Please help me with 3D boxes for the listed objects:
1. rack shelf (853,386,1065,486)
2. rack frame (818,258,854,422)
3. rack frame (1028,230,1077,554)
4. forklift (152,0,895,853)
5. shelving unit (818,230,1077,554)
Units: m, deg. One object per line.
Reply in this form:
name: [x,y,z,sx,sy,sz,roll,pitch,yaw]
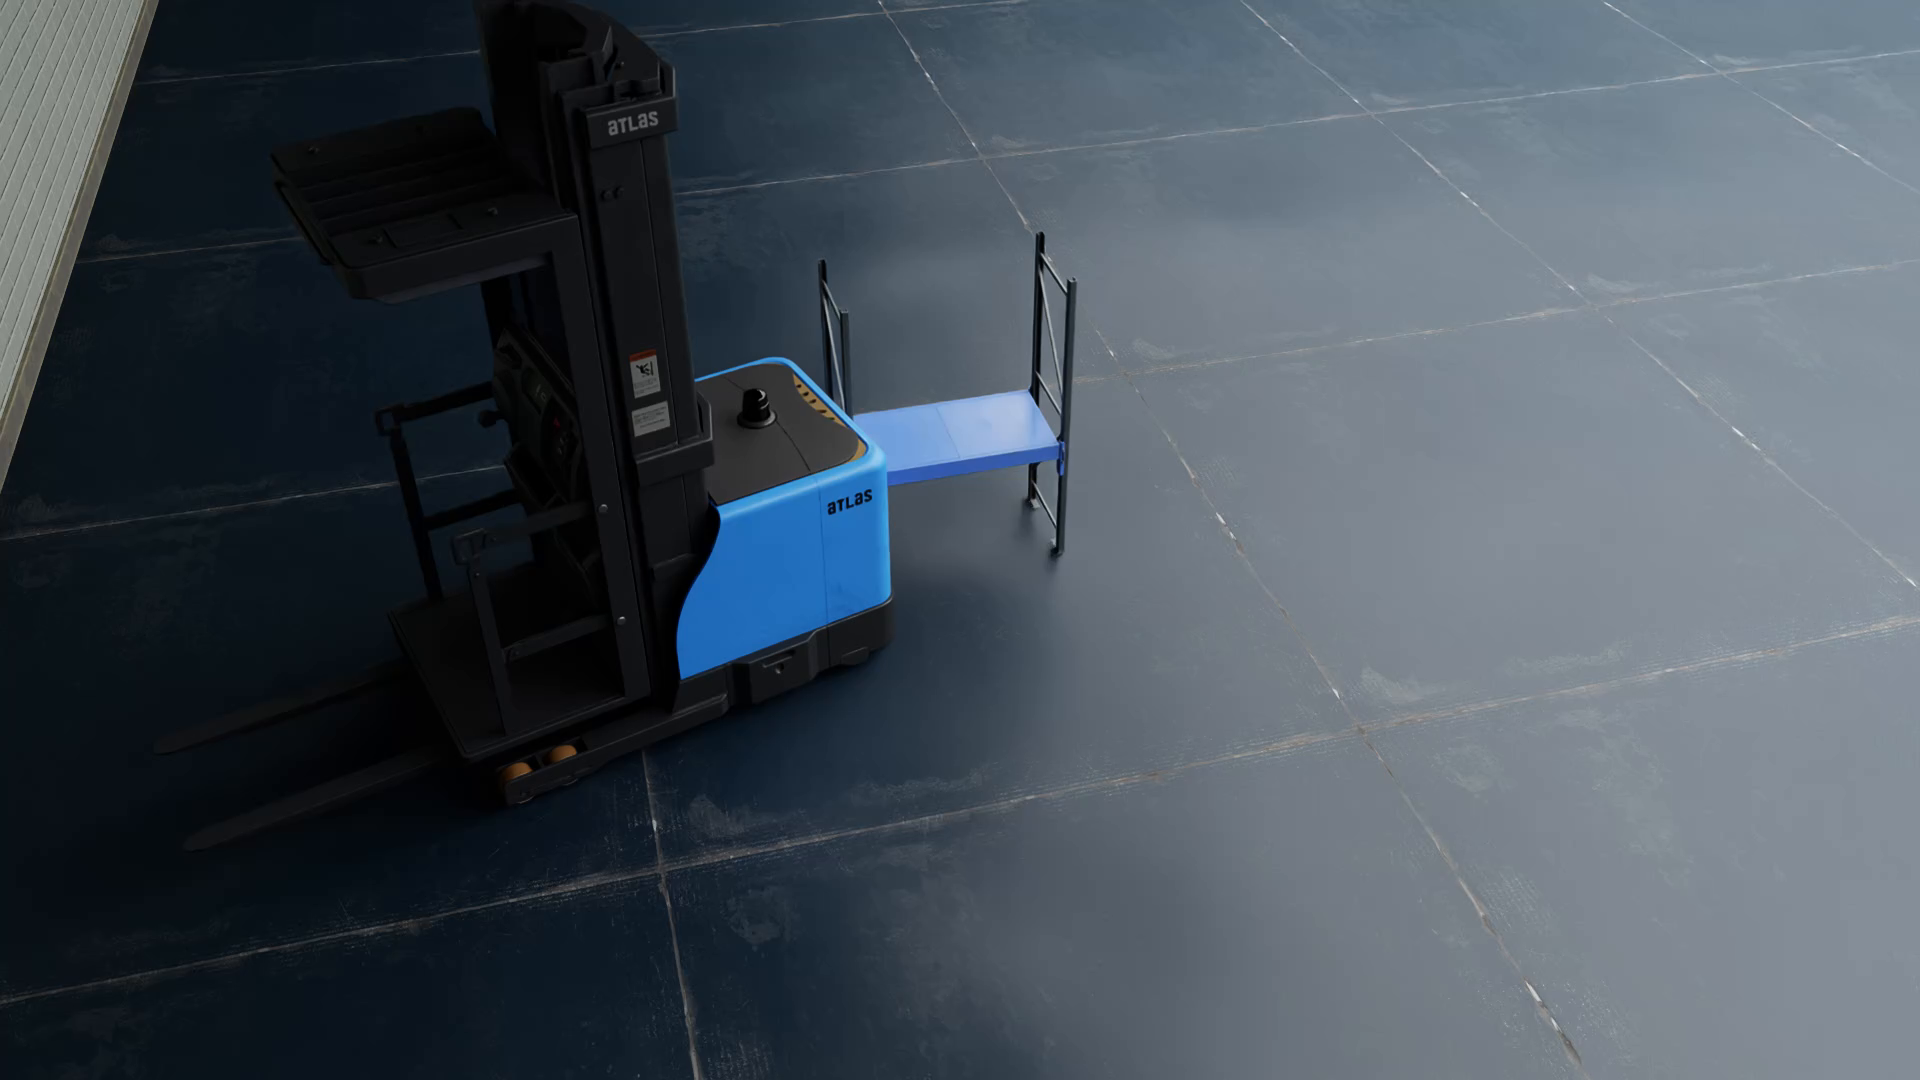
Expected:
rack shelf: [-0.061,-0.449,7.878,1.000,0.185,0.538,-10,38,-12]
rack frame: [-0.551,-0.510,7.661,0.032,1.500,0.500,-10,38,-12]
rack frame: [0.429,-0.674,7.876,0.032,1.500,0.500,-10,38,-12]
forklift: [-1.820,-0.453,6.410,3.031,2.935,1.130,-20,42,-24]
shelving unit: [-0.061,-0.592,7.769,1.048,1.500,0.538,-10,38,-12]
